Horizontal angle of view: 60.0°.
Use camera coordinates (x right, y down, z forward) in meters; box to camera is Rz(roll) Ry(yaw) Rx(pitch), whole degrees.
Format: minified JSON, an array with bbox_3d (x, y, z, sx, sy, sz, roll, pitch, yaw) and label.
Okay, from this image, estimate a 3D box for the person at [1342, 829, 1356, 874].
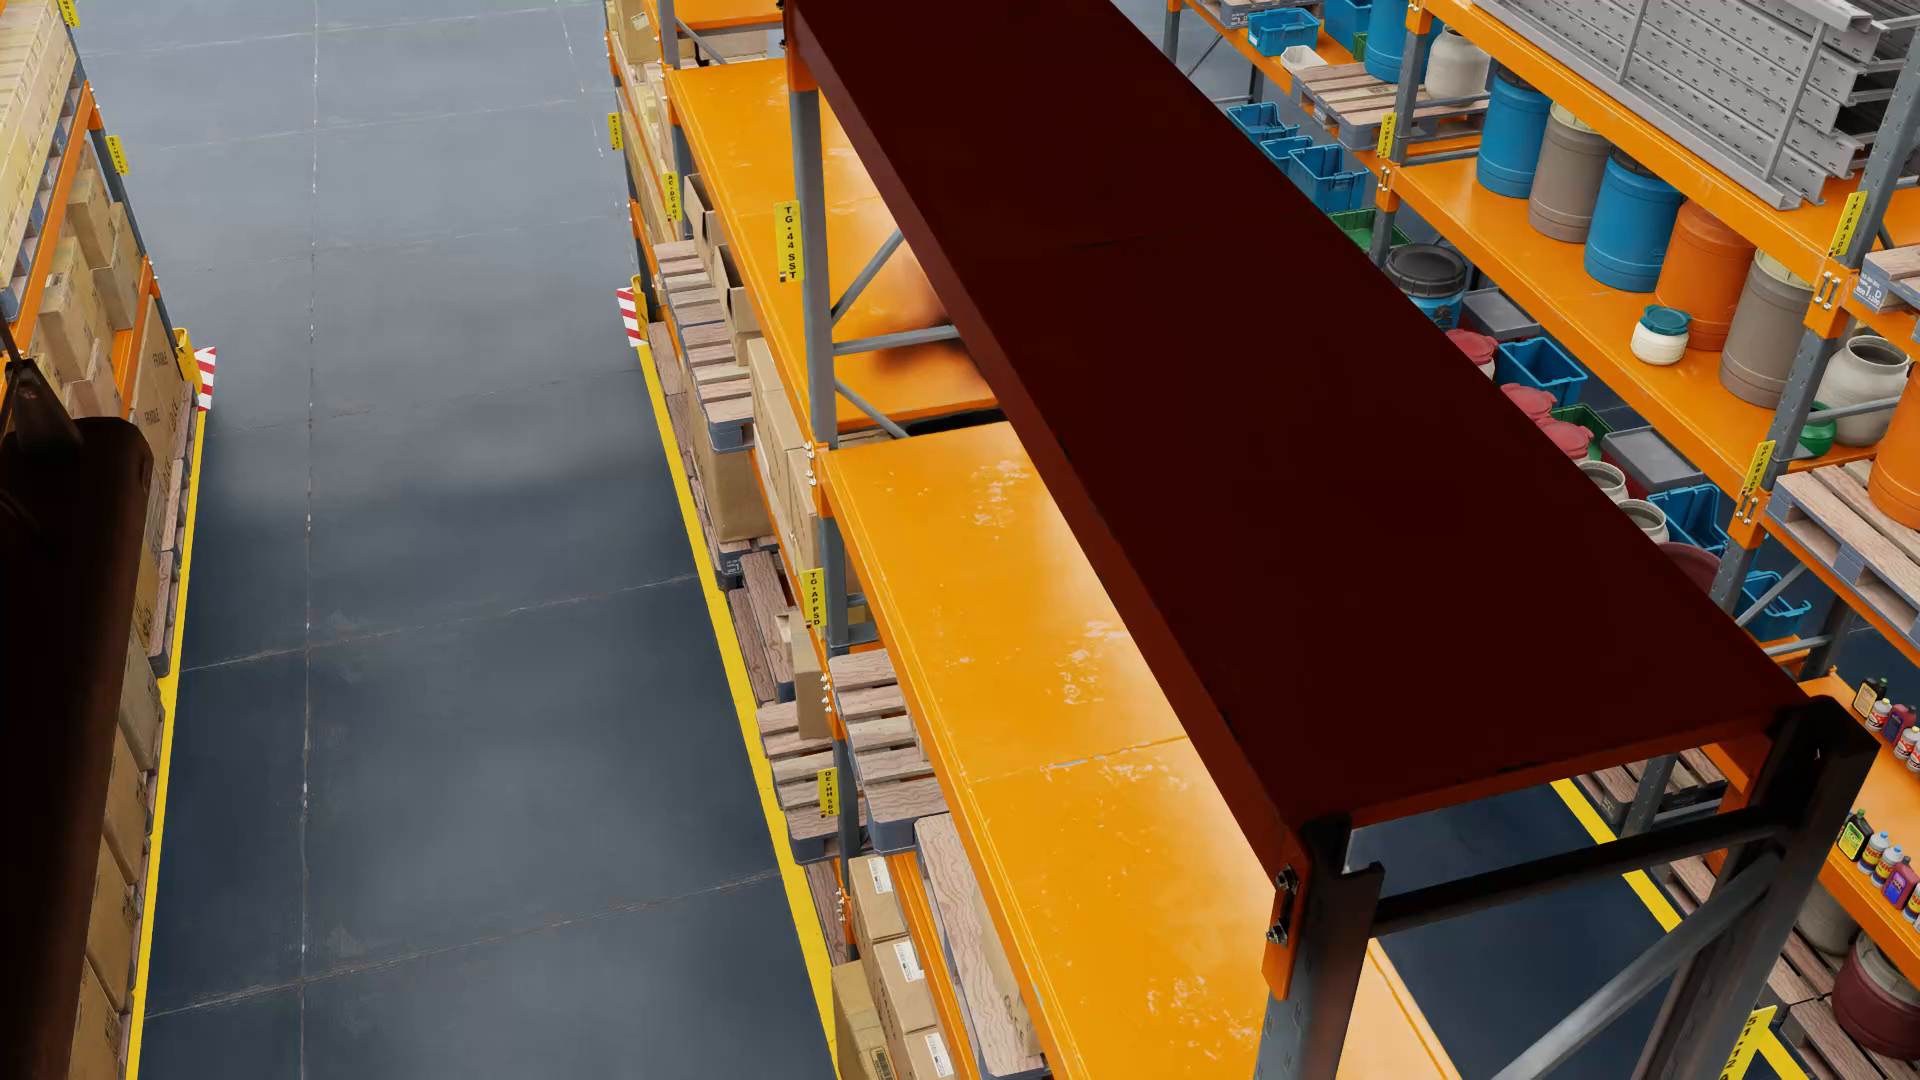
[{"bbox_3d":[2.092,1.635,9.461,0.507,1.642,0.741,-15,41,-18],"label":"person"}]
